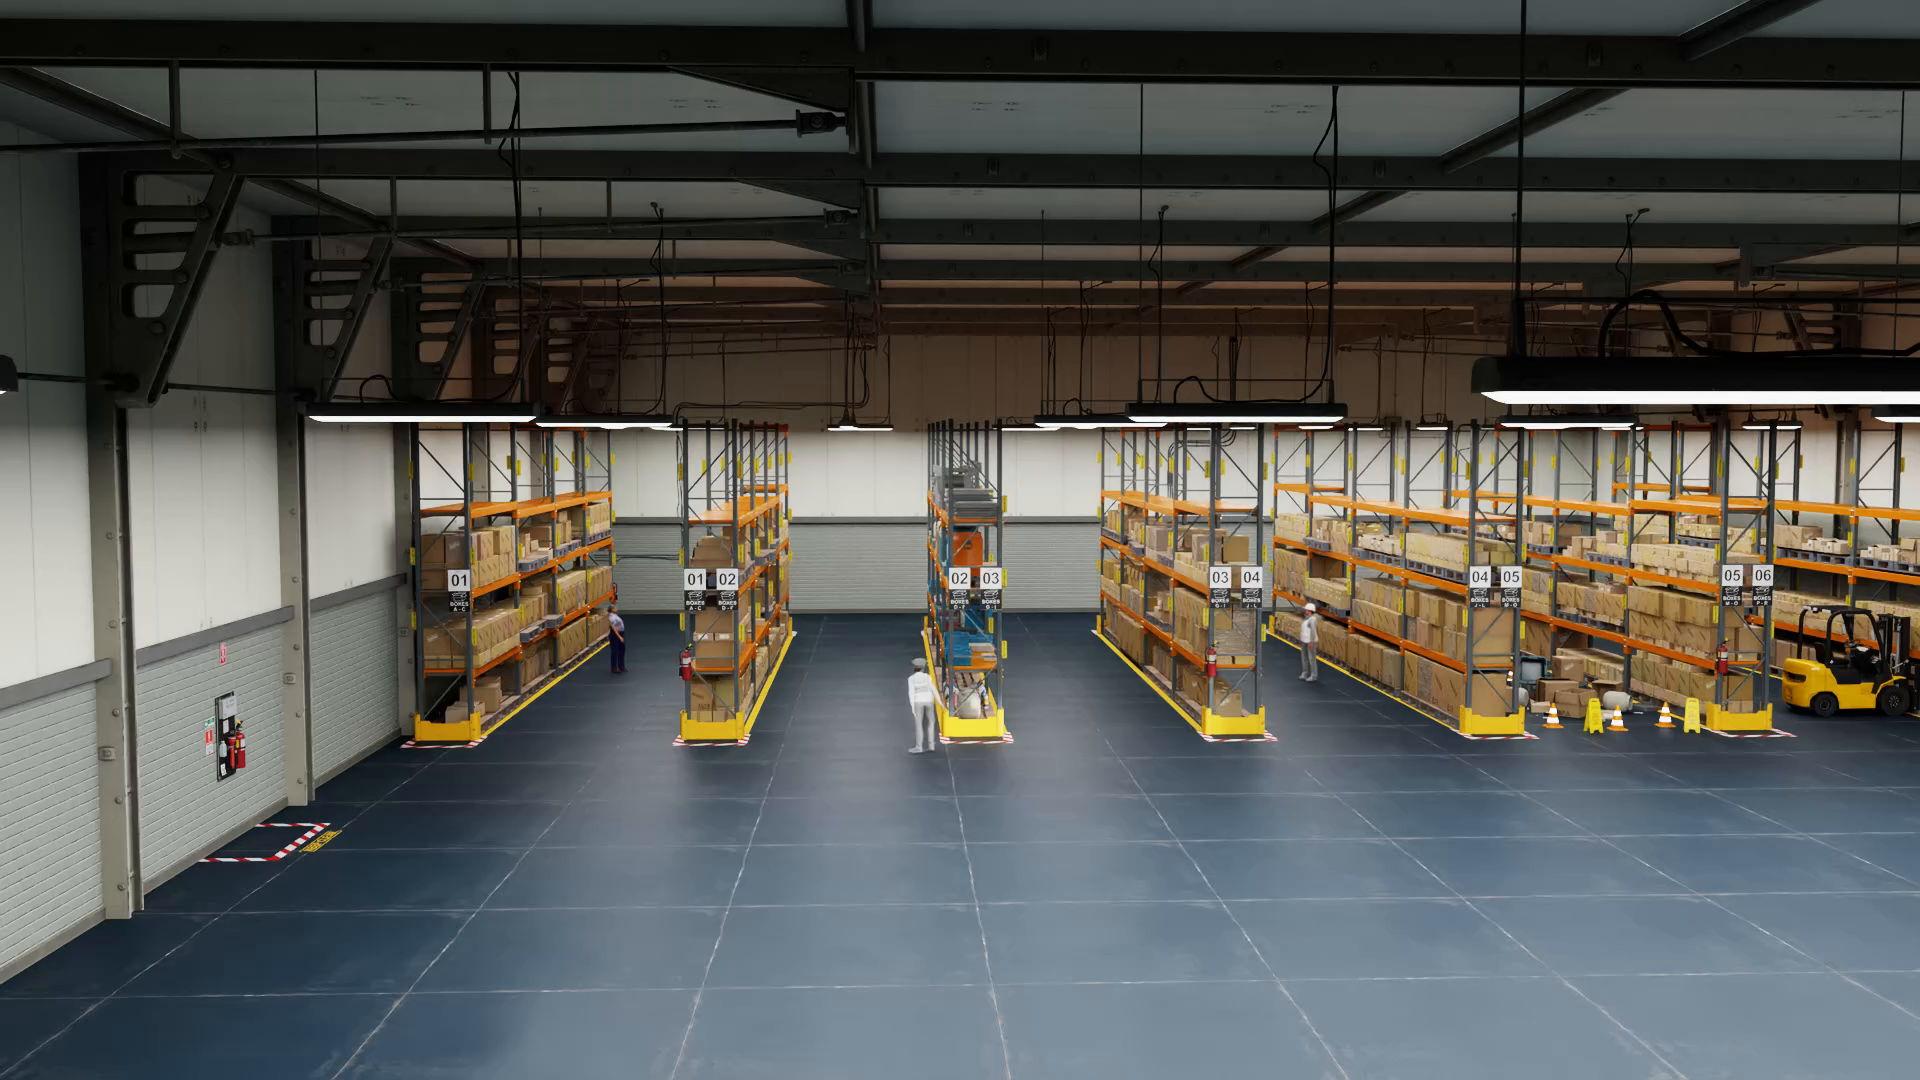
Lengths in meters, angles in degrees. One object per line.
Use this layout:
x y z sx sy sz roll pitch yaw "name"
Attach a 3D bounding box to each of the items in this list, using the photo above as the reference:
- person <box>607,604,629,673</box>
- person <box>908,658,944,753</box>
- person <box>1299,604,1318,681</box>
-8.197 2.370 39.911 0.539 1.653 0.556 2 4 23 "person"
-0.604 2.968 29.821 0.650 1.702 0.432 0 4 -4 "person"
8.082 2.360 38.534 0.390 1.781 0.577 -1 4 -20 "person"
